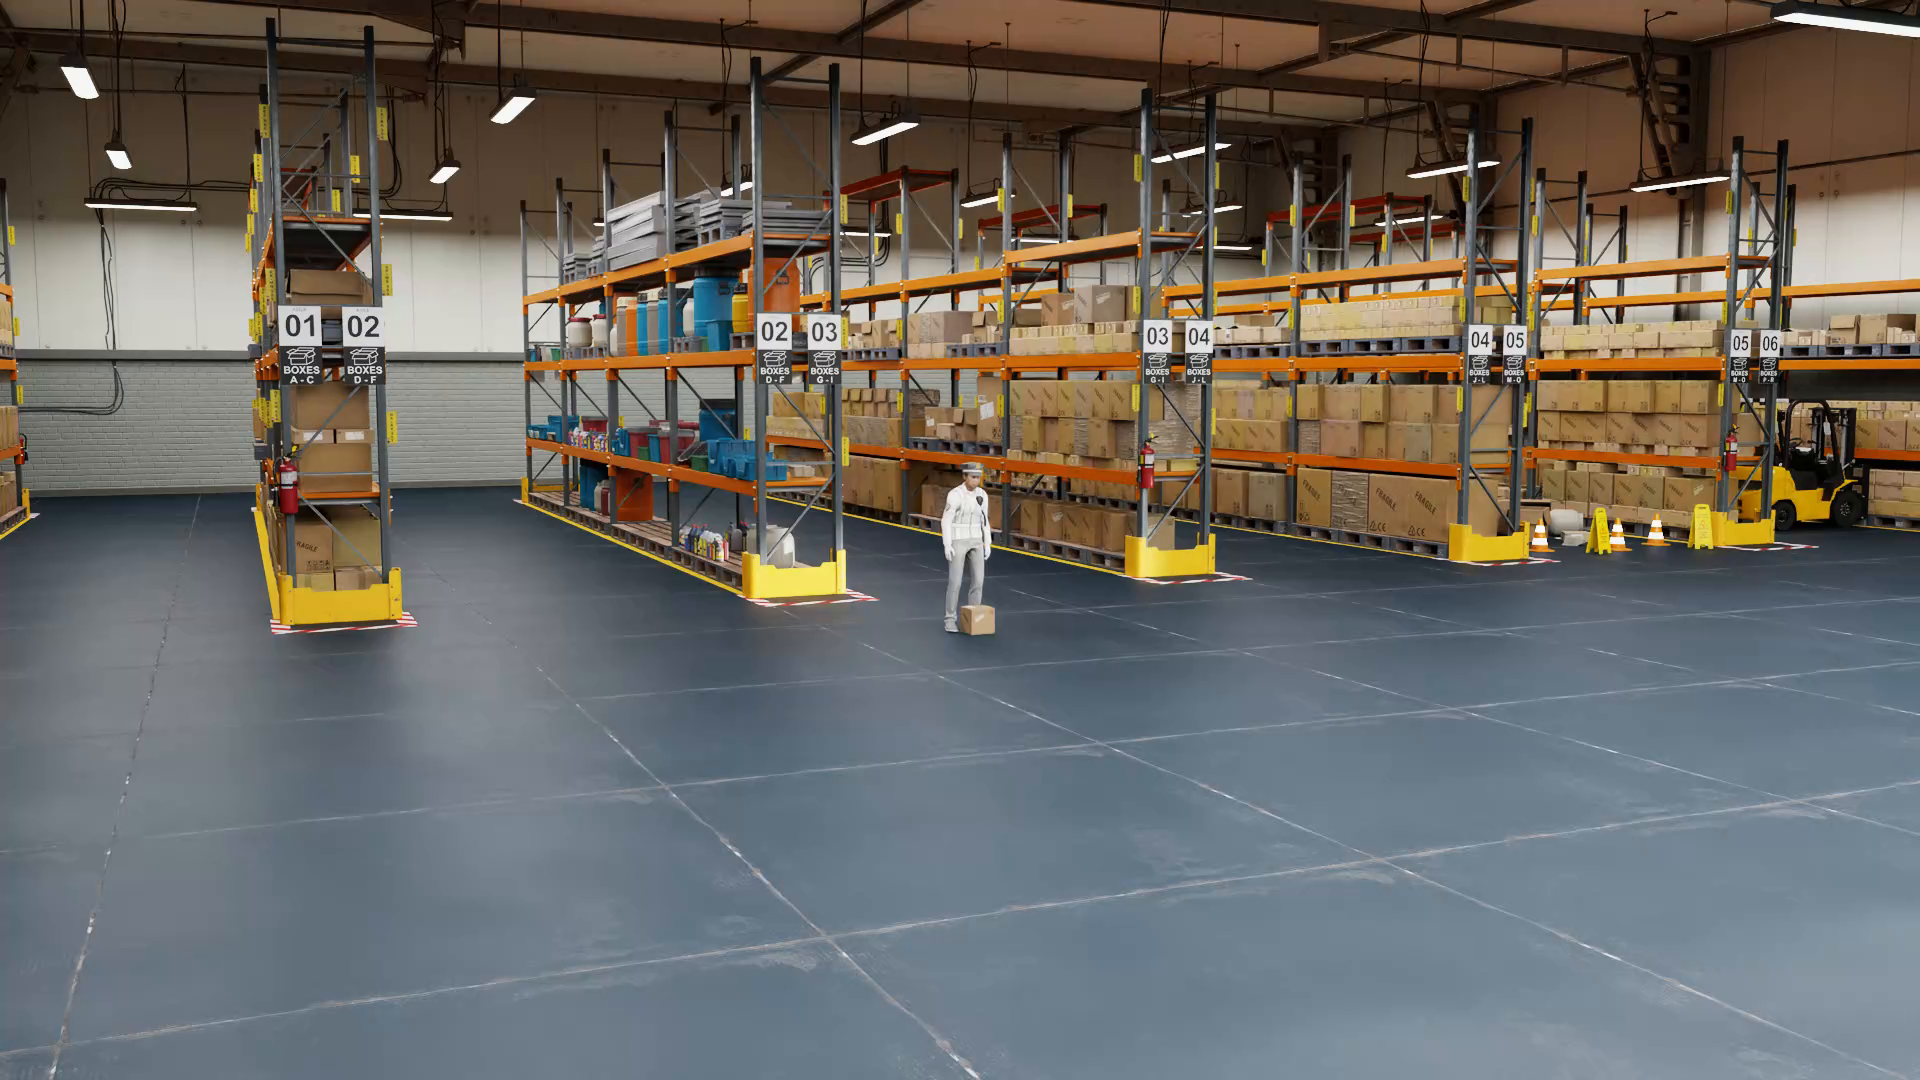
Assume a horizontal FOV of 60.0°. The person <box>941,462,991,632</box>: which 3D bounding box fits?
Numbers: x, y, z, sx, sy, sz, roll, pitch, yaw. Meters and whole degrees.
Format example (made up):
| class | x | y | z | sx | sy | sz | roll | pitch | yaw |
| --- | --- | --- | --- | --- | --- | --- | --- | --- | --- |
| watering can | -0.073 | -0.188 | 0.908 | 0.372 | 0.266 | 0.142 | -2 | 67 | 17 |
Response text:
| class | x | y | z | sx | sy | sz | roll | pitch | yaw |
| --- | --- | --- | --- | --- | --- | --- | --- | --- | --- |
| person | 0.080 | 0.059 | 16.373 | 0.537 | 1.662 | 0.415 | -3 | 6 | -27 |
